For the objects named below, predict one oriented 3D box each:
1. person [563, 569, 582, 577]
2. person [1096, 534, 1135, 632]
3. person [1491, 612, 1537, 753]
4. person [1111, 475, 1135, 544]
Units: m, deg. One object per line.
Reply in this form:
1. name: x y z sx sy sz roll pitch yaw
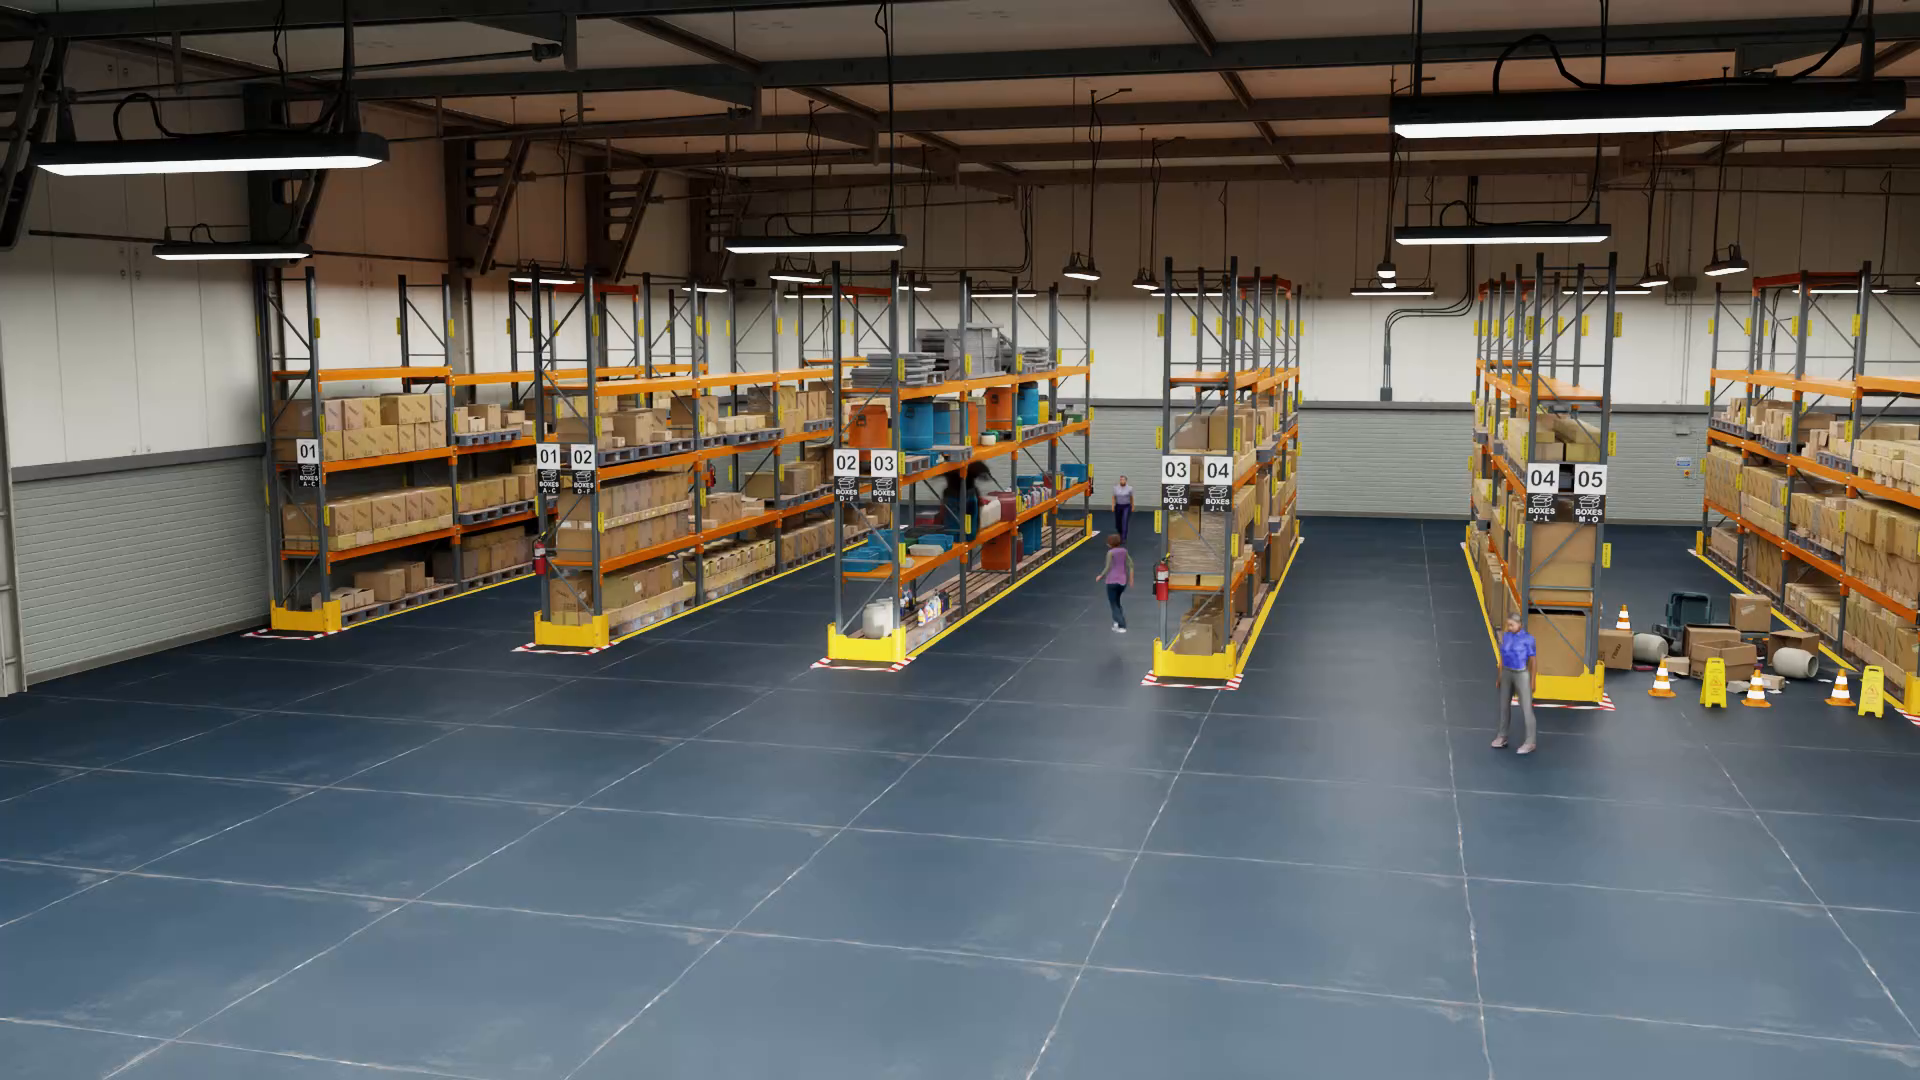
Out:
1. person: -6.828 0.379 29.752 0.590 1.780 0.694 7 10 42
2. person: 2.479 0.692 26.065 0.538 1.582 0.703 -3 8 -21
3. person: 6.615 1.769 19.849 0.376 1.463 0.536 -5 9 -35
4. person: 3.828 -0.738 38.978 0.524 1.596 0.909 2 8 16
